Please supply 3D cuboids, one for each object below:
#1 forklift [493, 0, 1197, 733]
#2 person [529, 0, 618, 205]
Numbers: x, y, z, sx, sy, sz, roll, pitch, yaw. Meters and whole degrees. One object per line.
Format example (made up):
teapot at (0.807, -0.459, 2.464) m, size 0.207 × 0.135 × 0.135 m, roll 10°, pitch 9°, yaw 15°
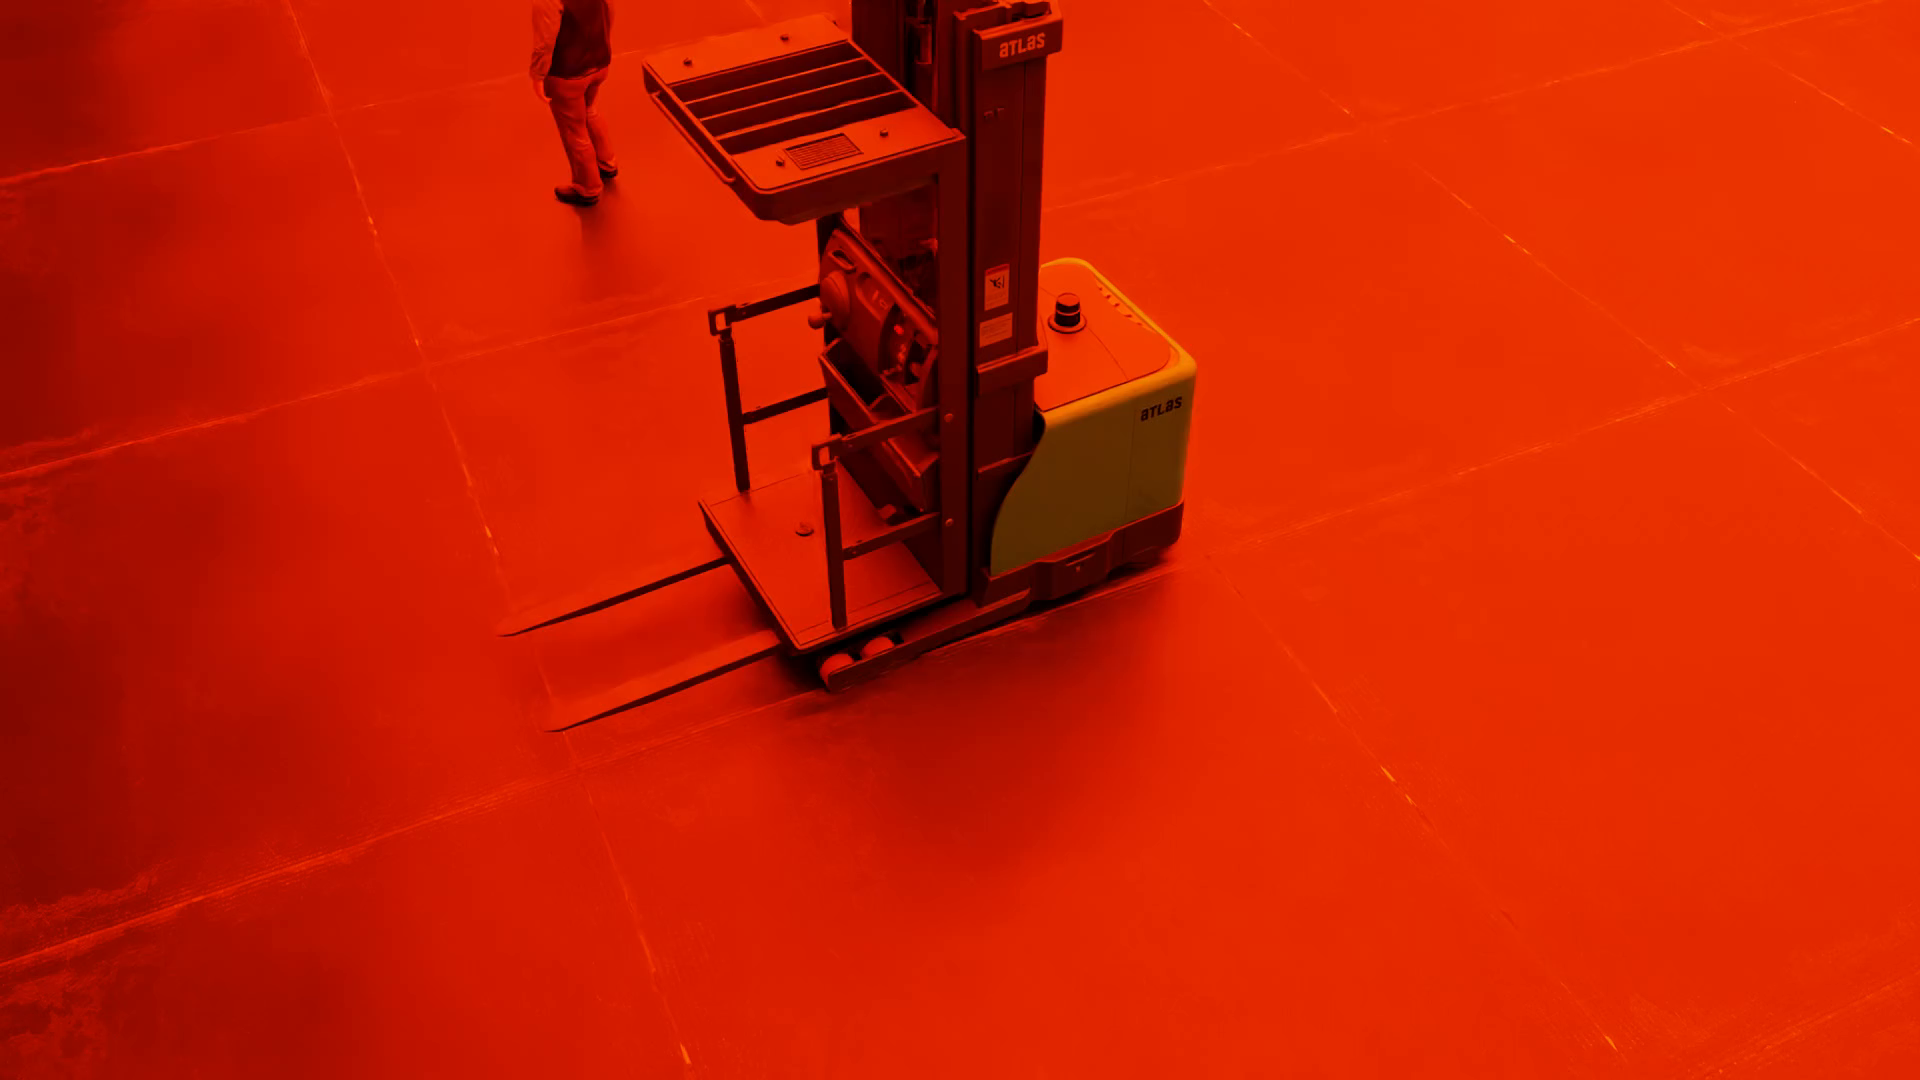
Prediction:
forklift at (-0.512, -0.837, 6.577) m, size 3.031 × 2.935 × 1.130 m, roll -21°, pitch 47°, yaw -21°
person at (-2.234, -2.712, 9.471) m, size 0.547 × 1.727 × 0.620 m, roll 25°, pitch 48°, yaw 24°
